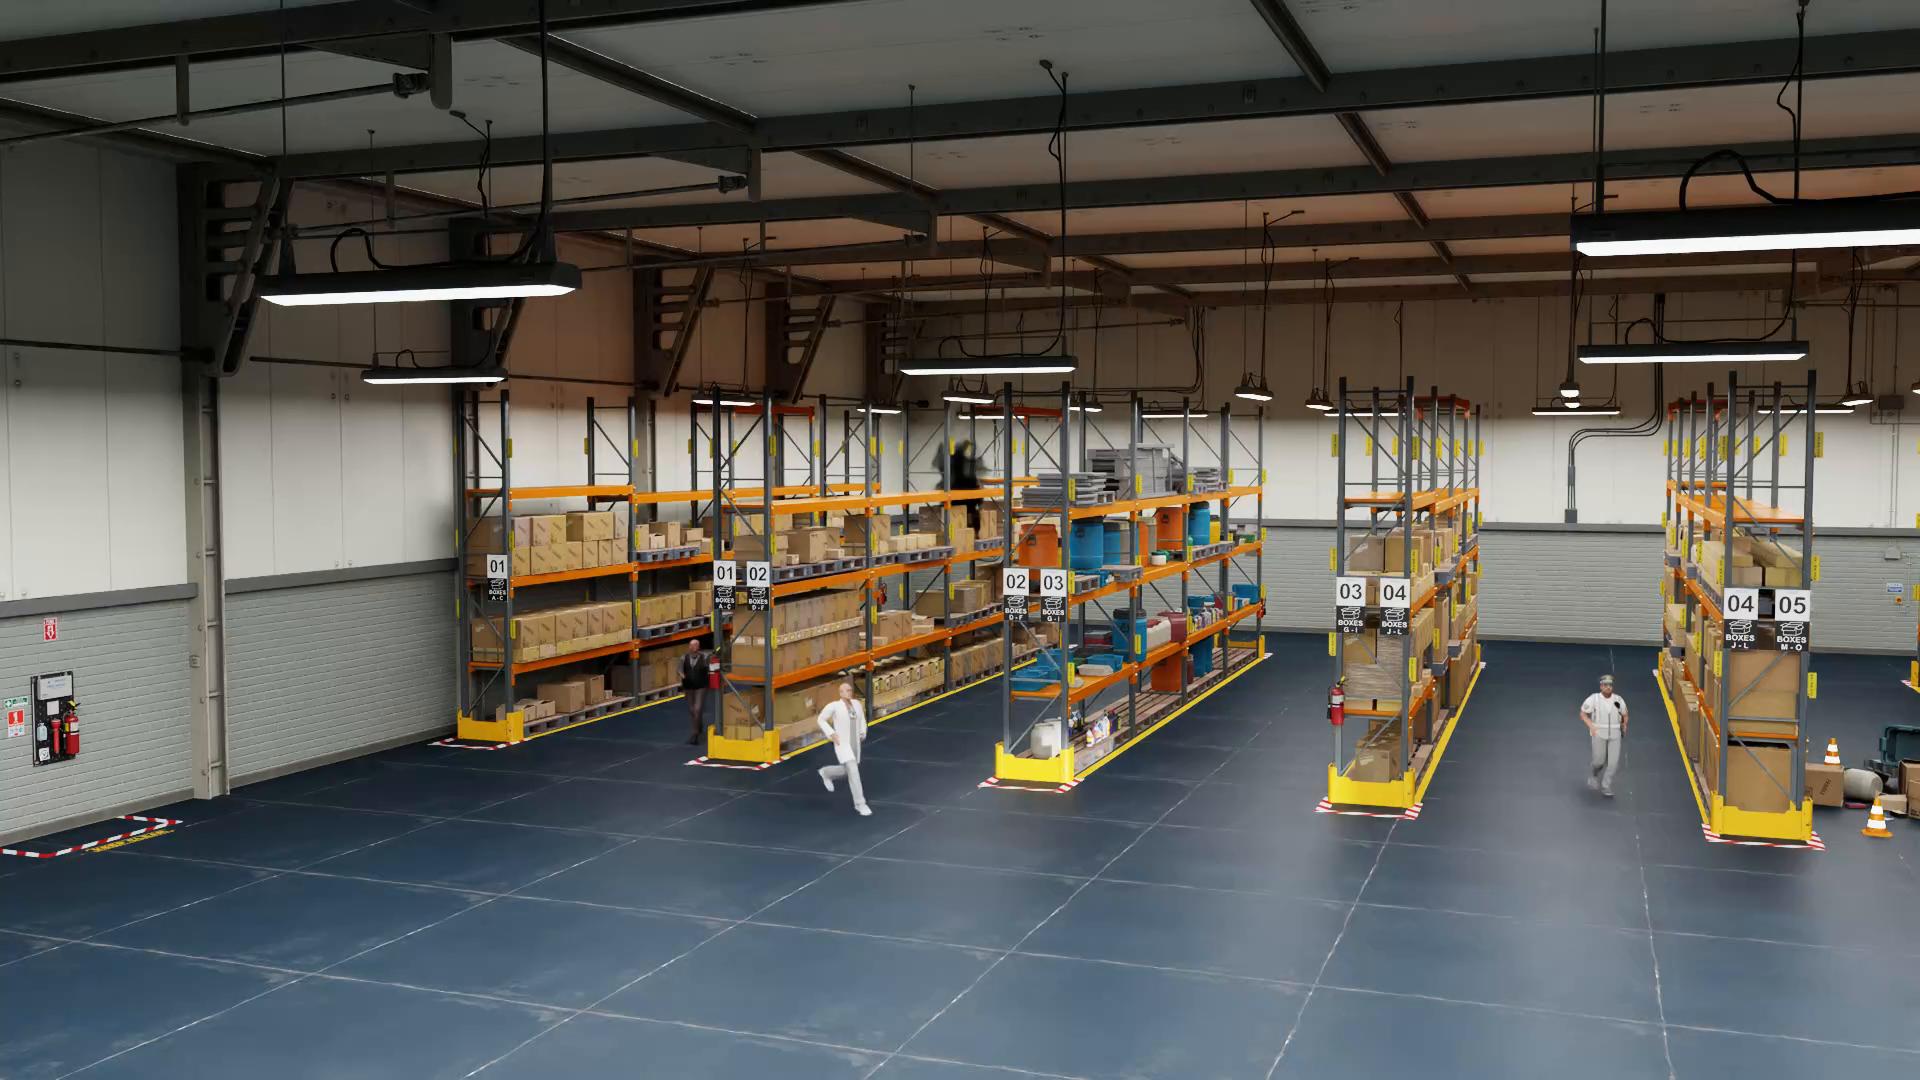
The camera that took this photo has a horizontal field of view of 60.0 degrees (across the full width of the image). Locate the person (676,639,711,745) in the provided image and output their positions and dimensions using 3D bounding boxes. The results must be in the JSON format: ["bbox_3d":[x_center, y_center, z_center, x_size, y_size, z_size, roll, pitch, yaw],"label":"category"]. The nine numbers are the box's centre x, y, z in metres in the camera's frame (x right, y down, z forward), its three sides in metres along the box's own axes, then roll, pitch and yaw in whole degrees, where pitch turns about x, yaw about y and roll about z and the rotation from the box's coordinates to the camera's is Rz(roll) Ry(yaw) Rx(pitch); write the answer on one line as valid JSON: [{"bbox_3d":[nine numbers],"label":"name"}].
[{"bbox_3d":[-4.534,2.563,28.414,0.647,1.733,0.914,1,3,10],"label":"person"}]

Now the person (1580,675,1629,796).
[{"bbox_3d":[9.319,2.810,23.974,0.658,1.733,0.618,0,3,7],"label":"person"}]

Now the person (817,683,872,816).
[{"bbox_3d":[-1.589,2.871,23.095,1.178,1.779,0.678,3,4,43],"label":"person"}]
